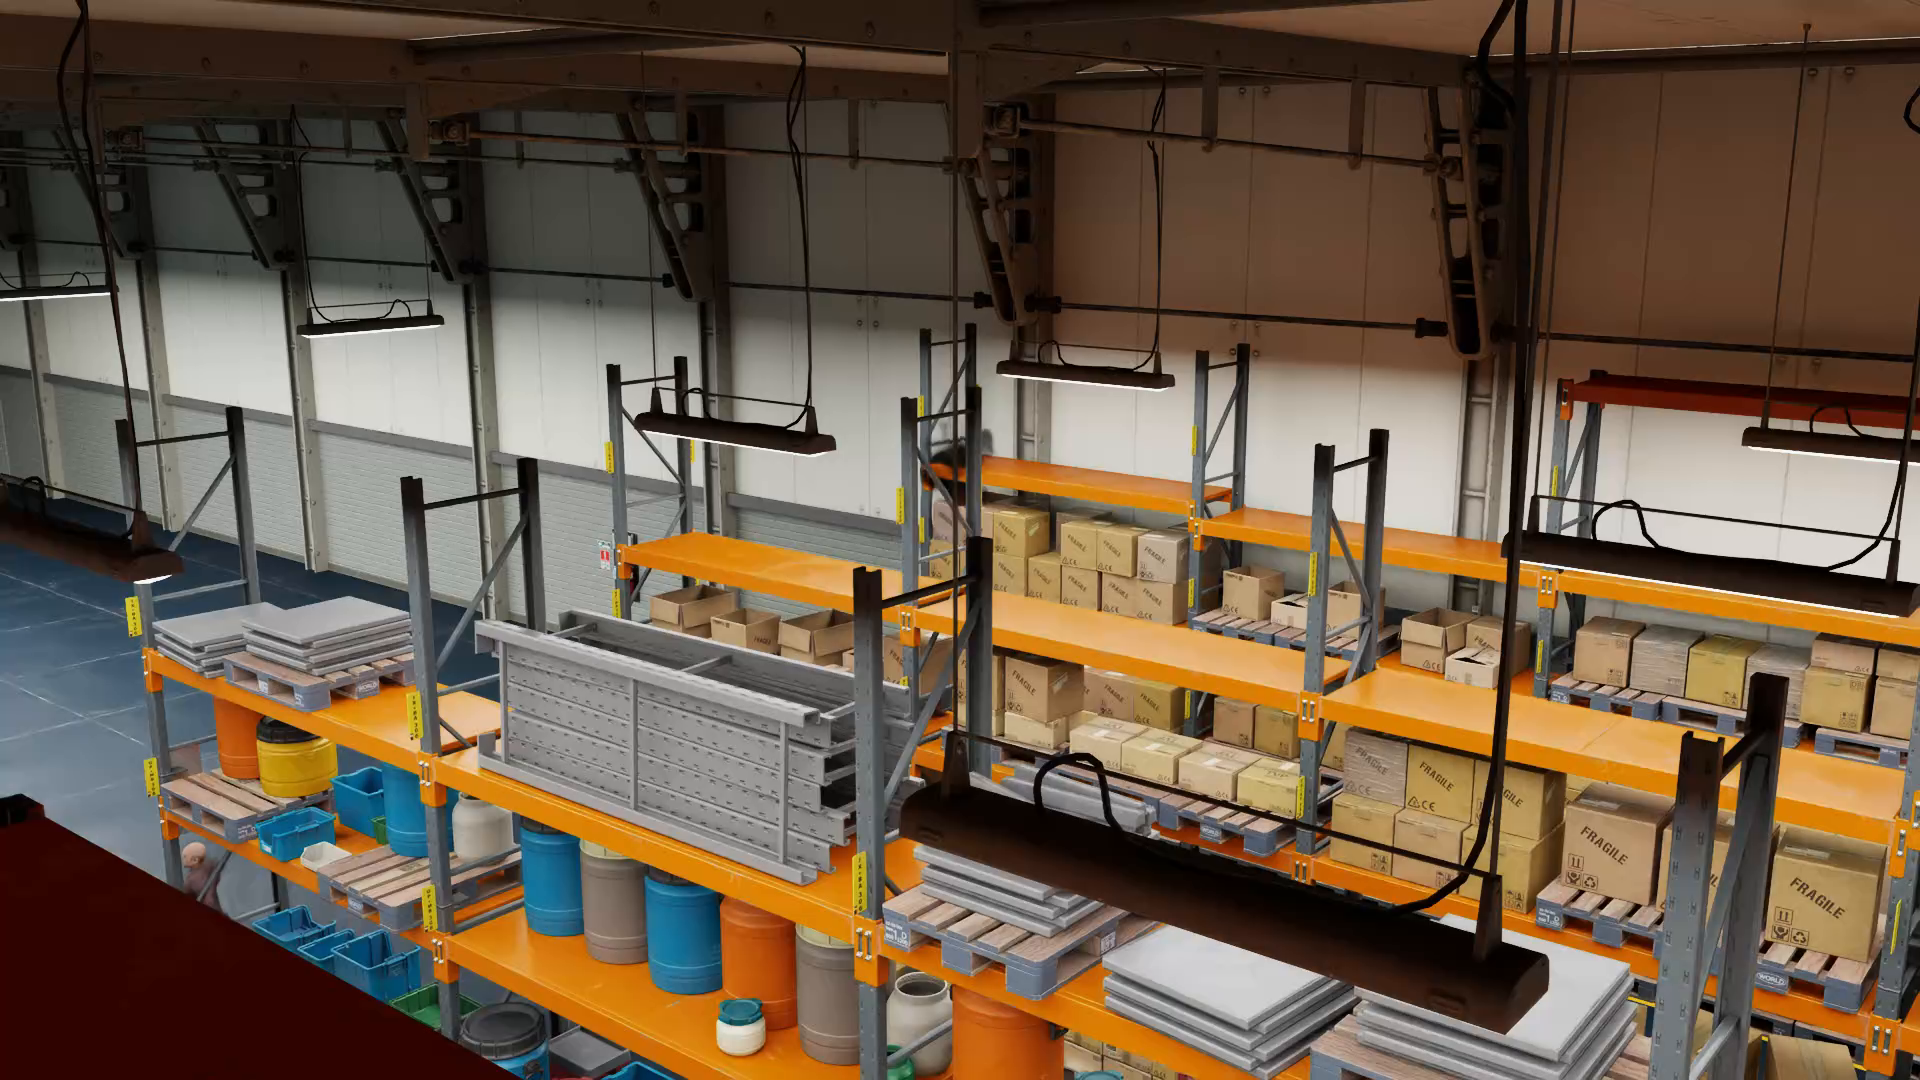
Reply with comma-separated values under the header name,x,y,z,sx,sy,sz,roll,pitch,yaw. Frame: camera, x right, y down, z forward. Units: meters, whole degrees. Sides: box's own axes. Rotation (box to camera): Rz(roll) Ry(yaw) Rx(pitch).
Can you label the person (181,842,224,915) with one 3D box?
name,x,y,z,sx,sy,sz,roll,pitch,yaw
person,-7.257,3.707,15.938,0.673,1.754,0.774,-1,13,-4
